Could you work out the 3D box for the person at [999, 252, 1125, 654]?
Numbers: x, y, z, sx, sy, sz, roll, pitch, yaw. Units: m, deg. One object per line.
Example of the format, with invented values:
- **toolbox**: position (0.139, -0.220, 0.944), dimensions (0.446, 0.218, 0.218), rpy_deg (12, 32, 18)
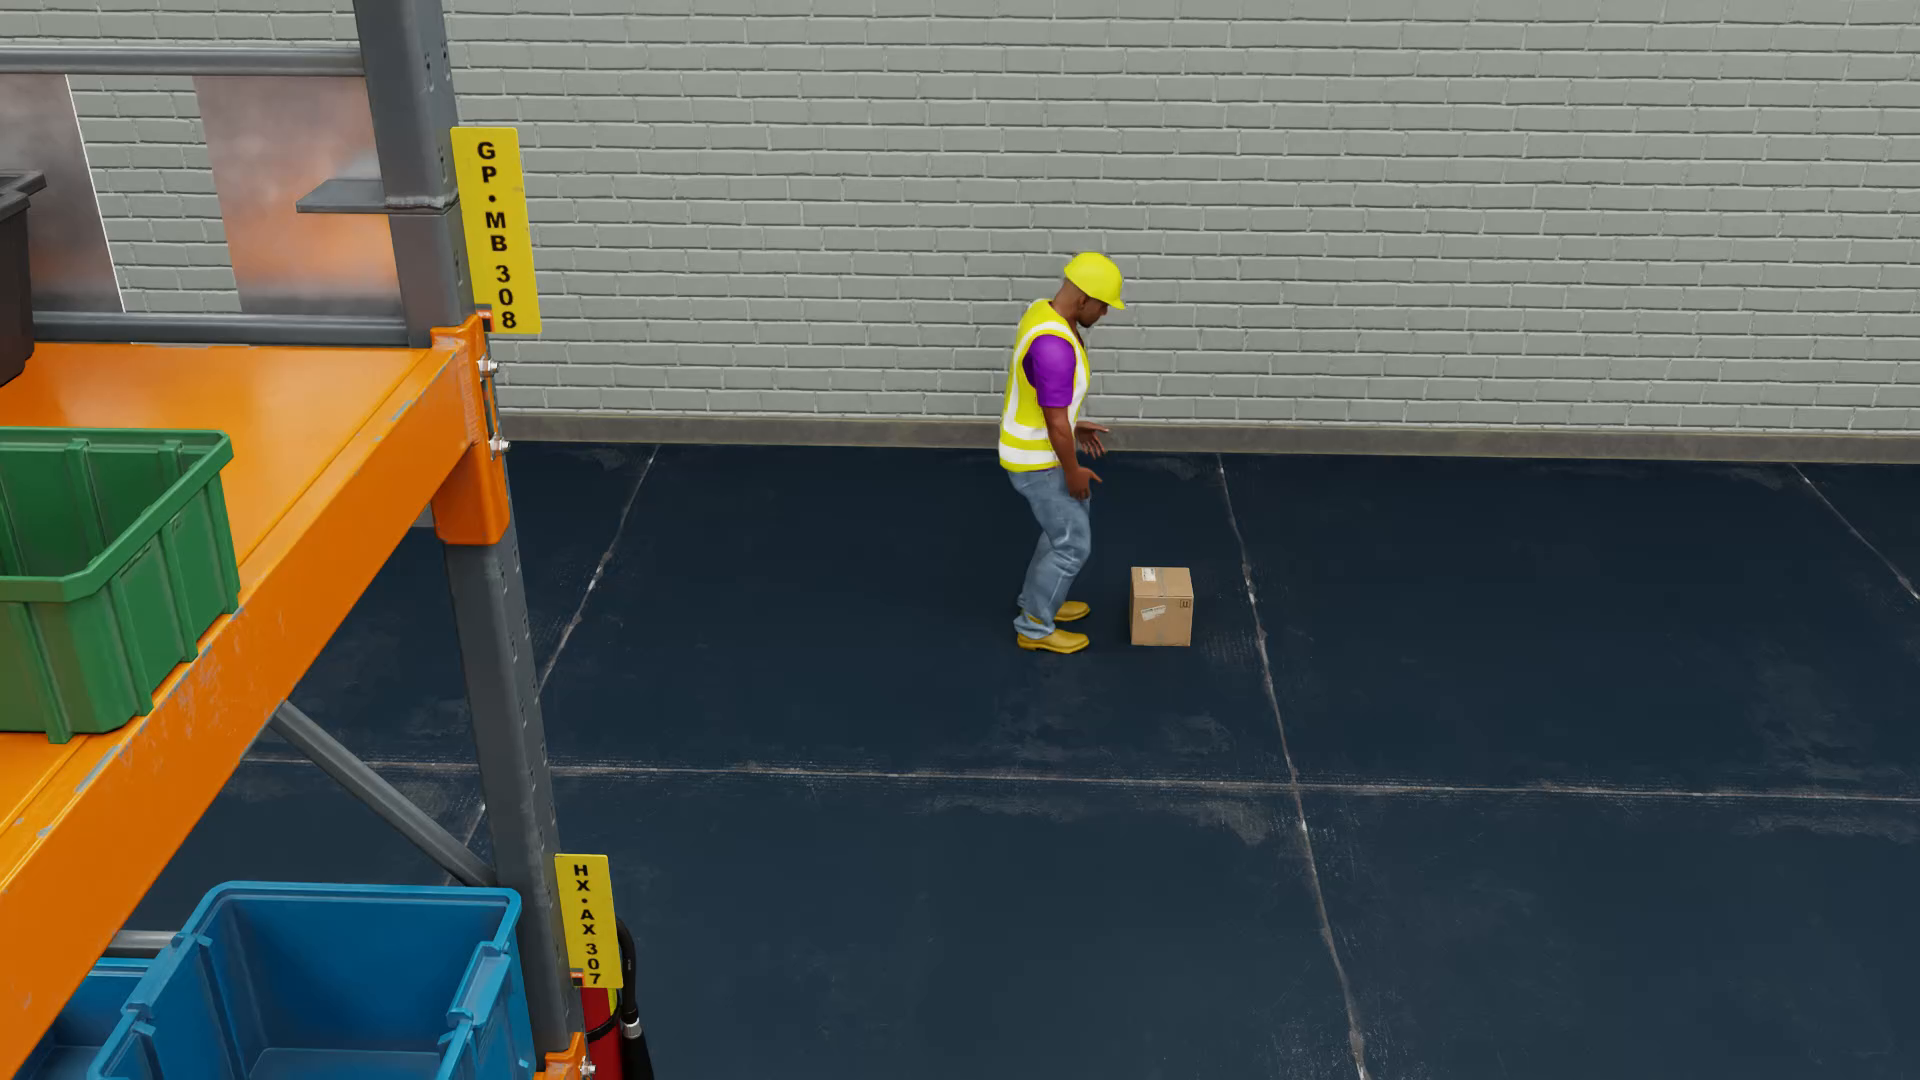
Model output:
- **person**: position (0.407, -0.370, 6.875), dimensions (0.491, 1.695, 0.599), rpy_deg (2, 28, 3)
